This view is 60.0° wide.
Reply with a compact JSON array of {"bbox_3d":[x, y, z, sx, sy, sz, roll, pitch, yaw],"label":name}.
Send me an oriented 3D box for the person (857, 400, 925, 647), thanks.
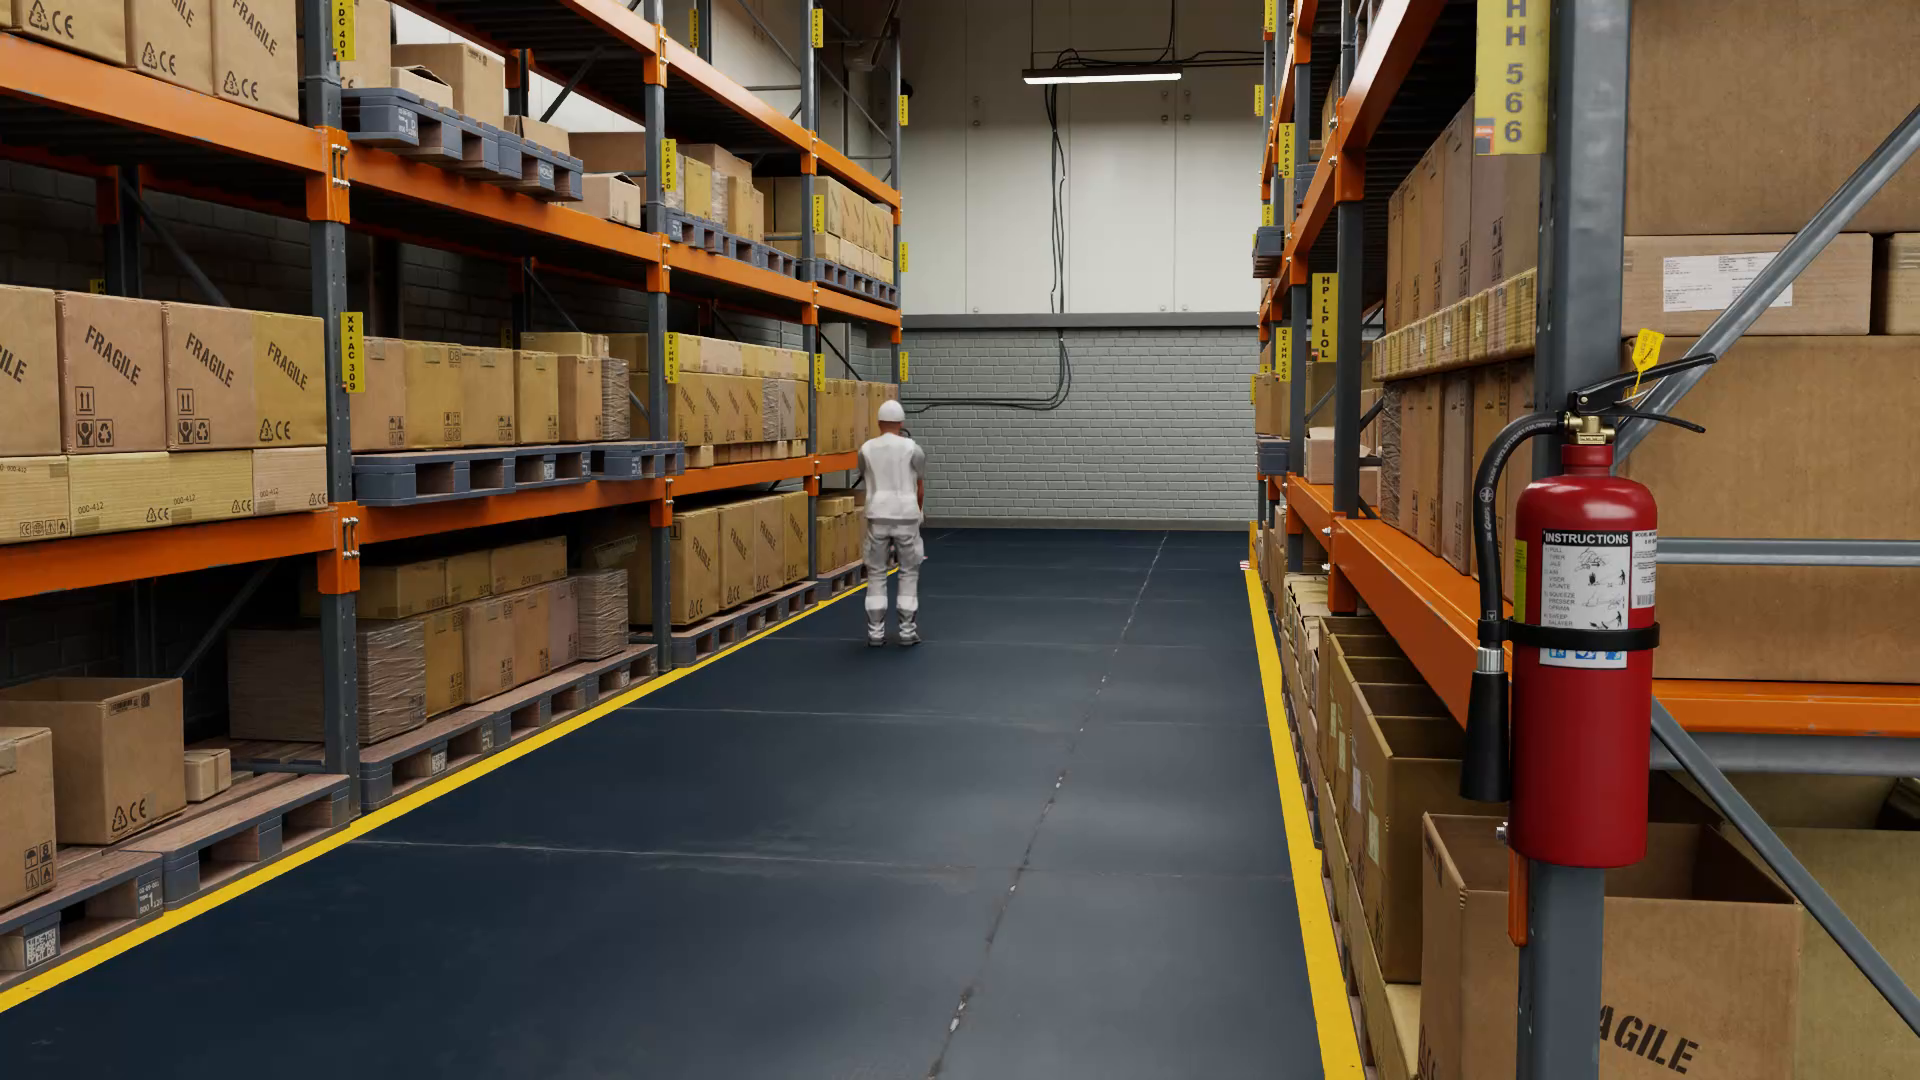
[{"bbox_3d":[-0.488,-0.131,12.141,0.495,1.784,0.560,1,4,8],"label":"person"}]
